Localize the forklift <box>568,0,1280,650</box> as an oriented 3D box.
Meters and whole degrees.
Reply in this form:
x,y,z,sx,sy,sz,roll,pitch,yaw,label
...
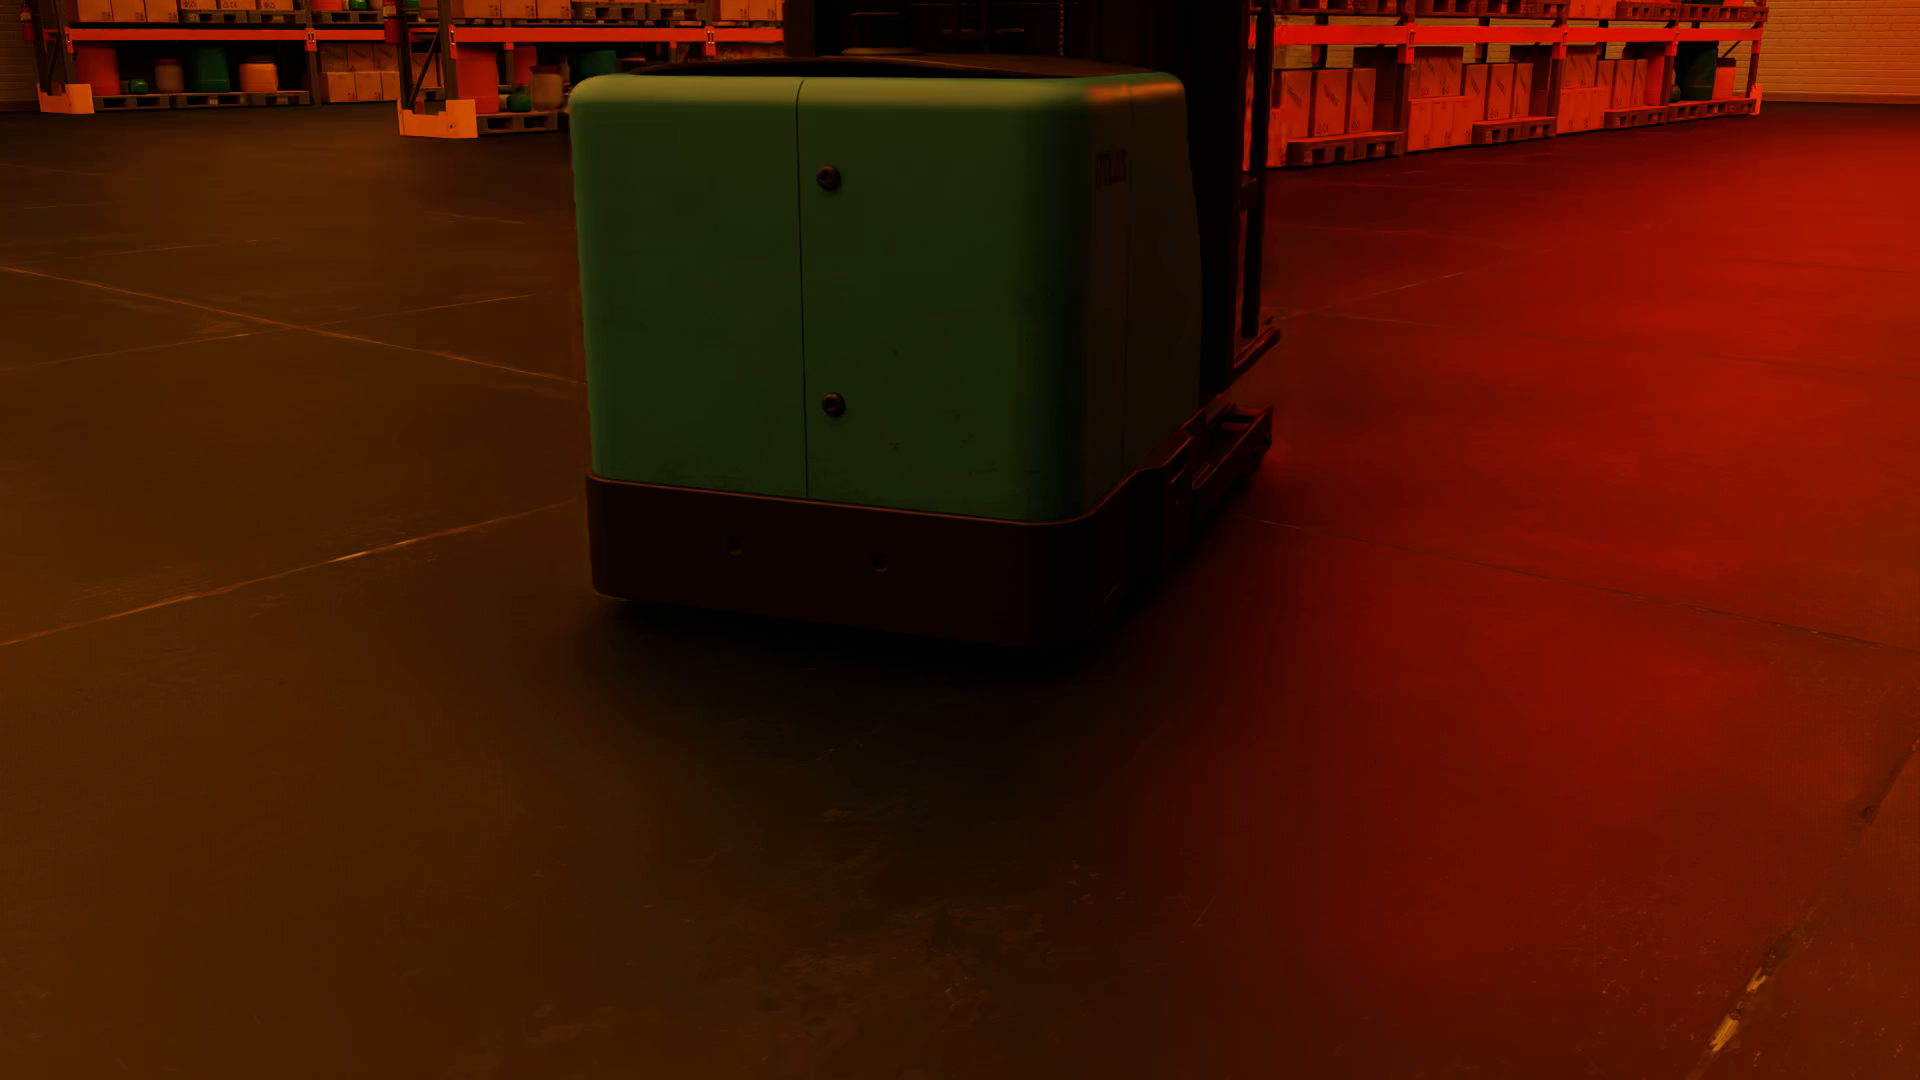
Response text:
x,y,z,sx,sy,sz,roll,pitch,yaw,label
0.234,-1.589,4.131,1.130,2.935,3.031,6,18,19,forklift
